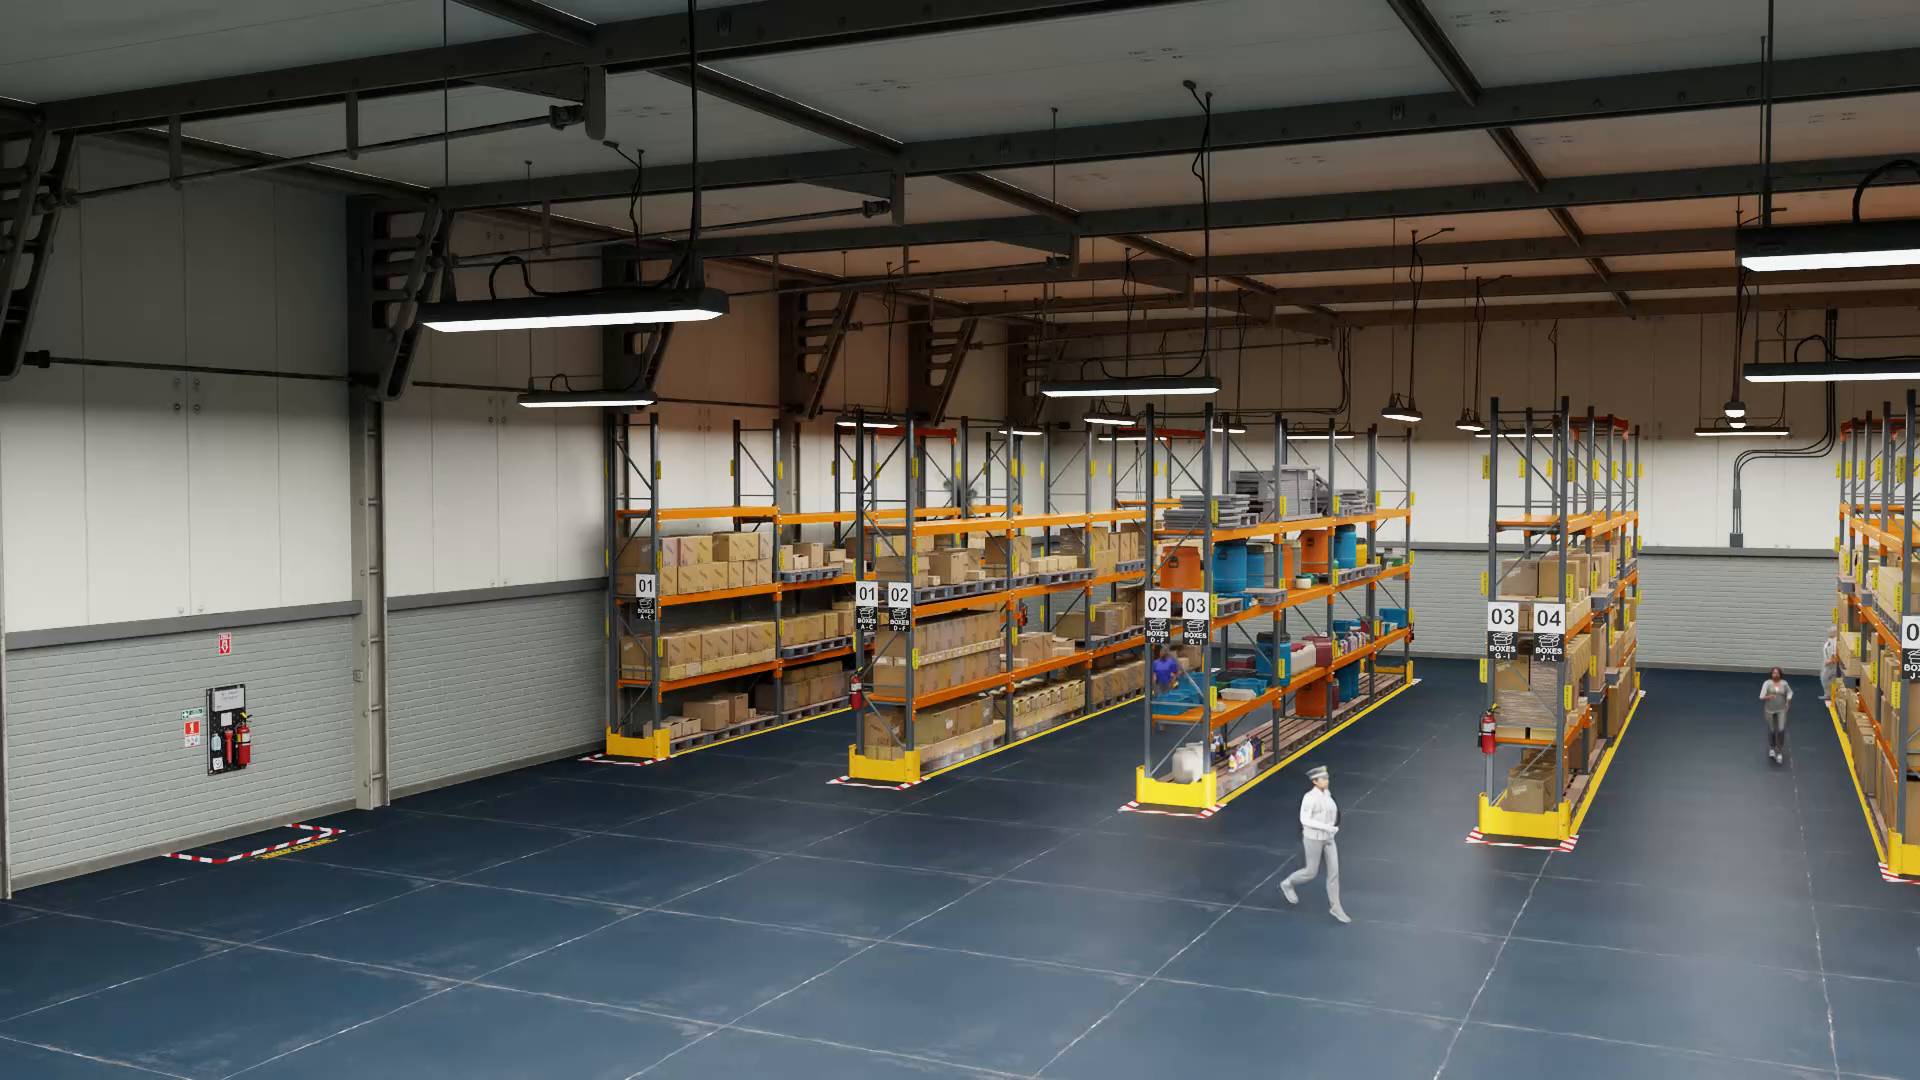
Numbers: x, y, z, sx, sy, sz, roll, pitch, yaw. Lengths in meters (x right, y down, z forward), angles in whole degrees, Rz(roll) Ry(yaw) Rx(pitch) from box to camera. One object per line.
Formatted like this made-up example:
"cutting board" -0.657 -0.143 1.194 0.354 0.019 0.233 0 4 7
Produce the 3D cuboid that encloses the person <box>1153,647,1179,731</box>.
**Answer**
"person" 3.911 2.852 31.997 0.573 1.603 0.584 1 3 18

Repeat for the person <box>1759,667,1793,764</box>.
"person" 14.018 2.993 28.574 0.516 1.635 0.677 1 3 25

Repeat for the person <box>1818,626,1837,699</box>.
"person" 19.048 2.681 36.194 0.558 1.617 0.678 0 2 9

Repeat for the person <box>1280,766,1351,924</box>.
"person" 4.005 3.370 18.657 0.632 1.716 0.904 -2 3 -41
